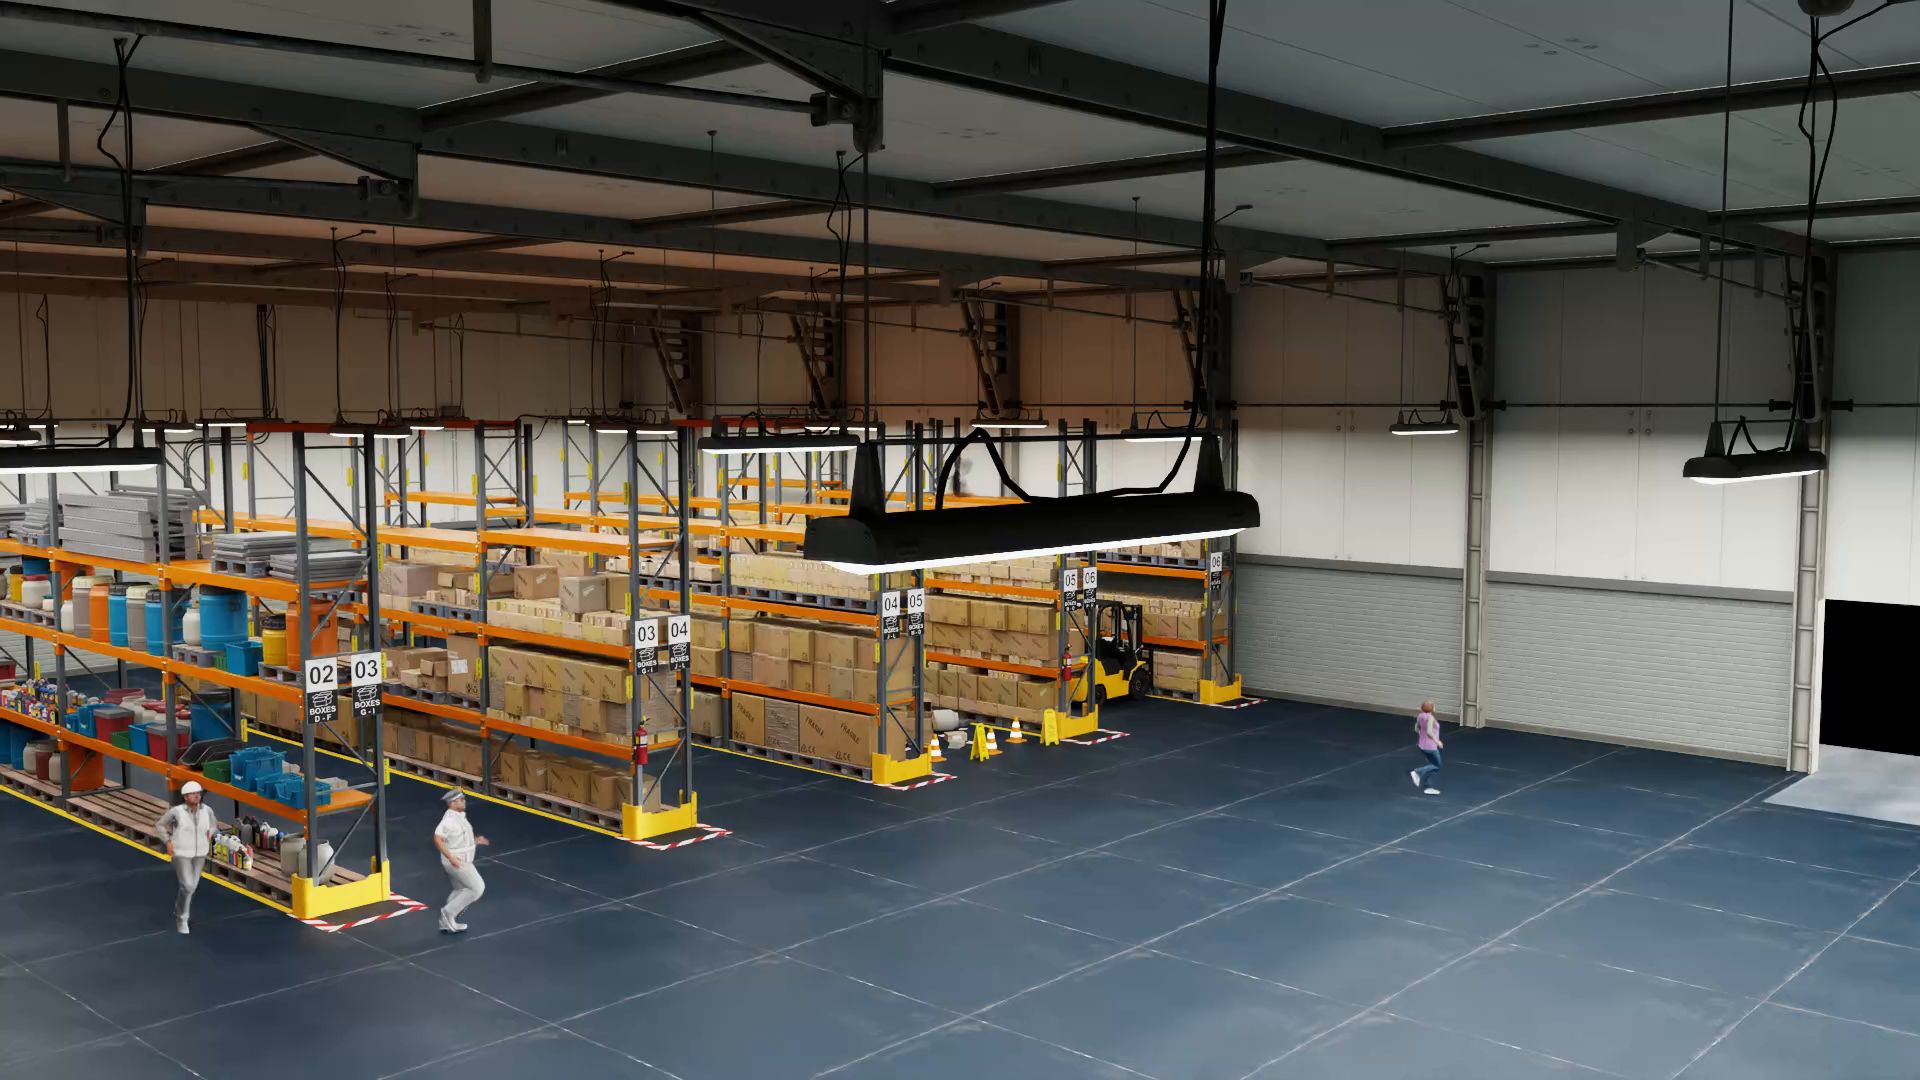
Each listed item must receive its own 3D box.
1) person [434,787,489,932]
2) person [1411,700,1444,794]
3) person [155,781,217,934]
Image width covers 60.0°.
[{"bbox_3d":[-5.958,3.825,19.927,0.611,1.736,0.651,-1,5,-13],"label":"person"},{"bbox_3d":[7.541,3.366,26.957,0.549,1.546,0.537,-1,5,-11],"label":"person"},{"bbox_3d":[-9.328,3.829,20.155,0.763,1.825,0.647,4,6,40],"label":"person"}]
